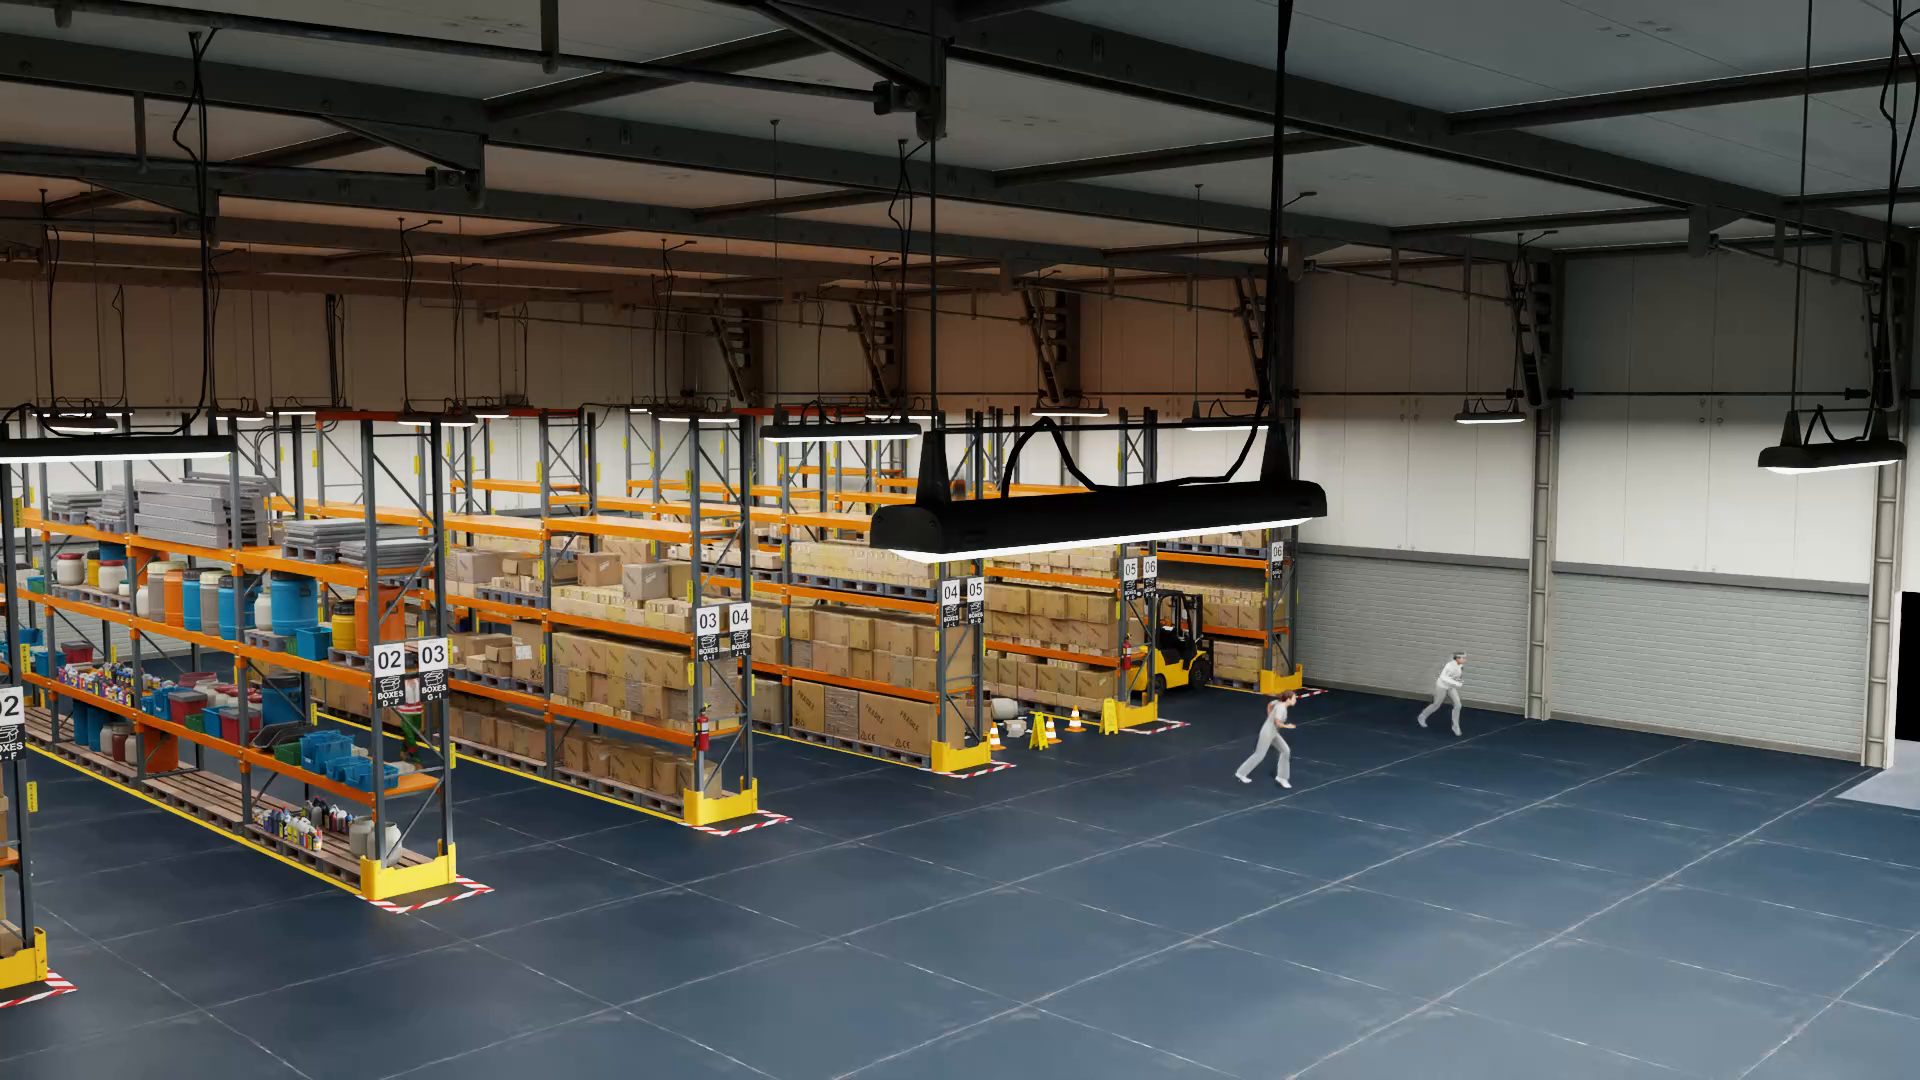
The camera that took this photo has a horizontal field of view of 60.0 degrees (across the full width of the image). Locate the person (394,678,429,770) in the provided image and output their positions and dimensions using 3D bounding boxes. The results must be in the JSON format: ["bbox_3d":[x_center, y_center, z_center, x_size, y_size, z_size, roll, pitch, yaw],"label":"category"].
[{"bbox_3d":[-9.251,2.941,28.008,0.983,1.805,0.652,5,7,44],"label":"person"}]

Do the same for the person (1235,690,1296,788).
[{"bbox_3d":[4.918,3.198,26.765,0.954,1.623,0.606,1,5,11],"label":"person"}]

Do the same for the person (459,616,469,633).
[{"bbox_3d":[-11.977,2.016,40.121,0.687,1.618,0.648,-4,7,-41],"label":"person"}]

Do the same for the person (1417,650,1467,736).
[{"bbox_3d":[9.003,2.821,31.039,0.966,1.623,0.658,5,7,44],"label":"person"}]
